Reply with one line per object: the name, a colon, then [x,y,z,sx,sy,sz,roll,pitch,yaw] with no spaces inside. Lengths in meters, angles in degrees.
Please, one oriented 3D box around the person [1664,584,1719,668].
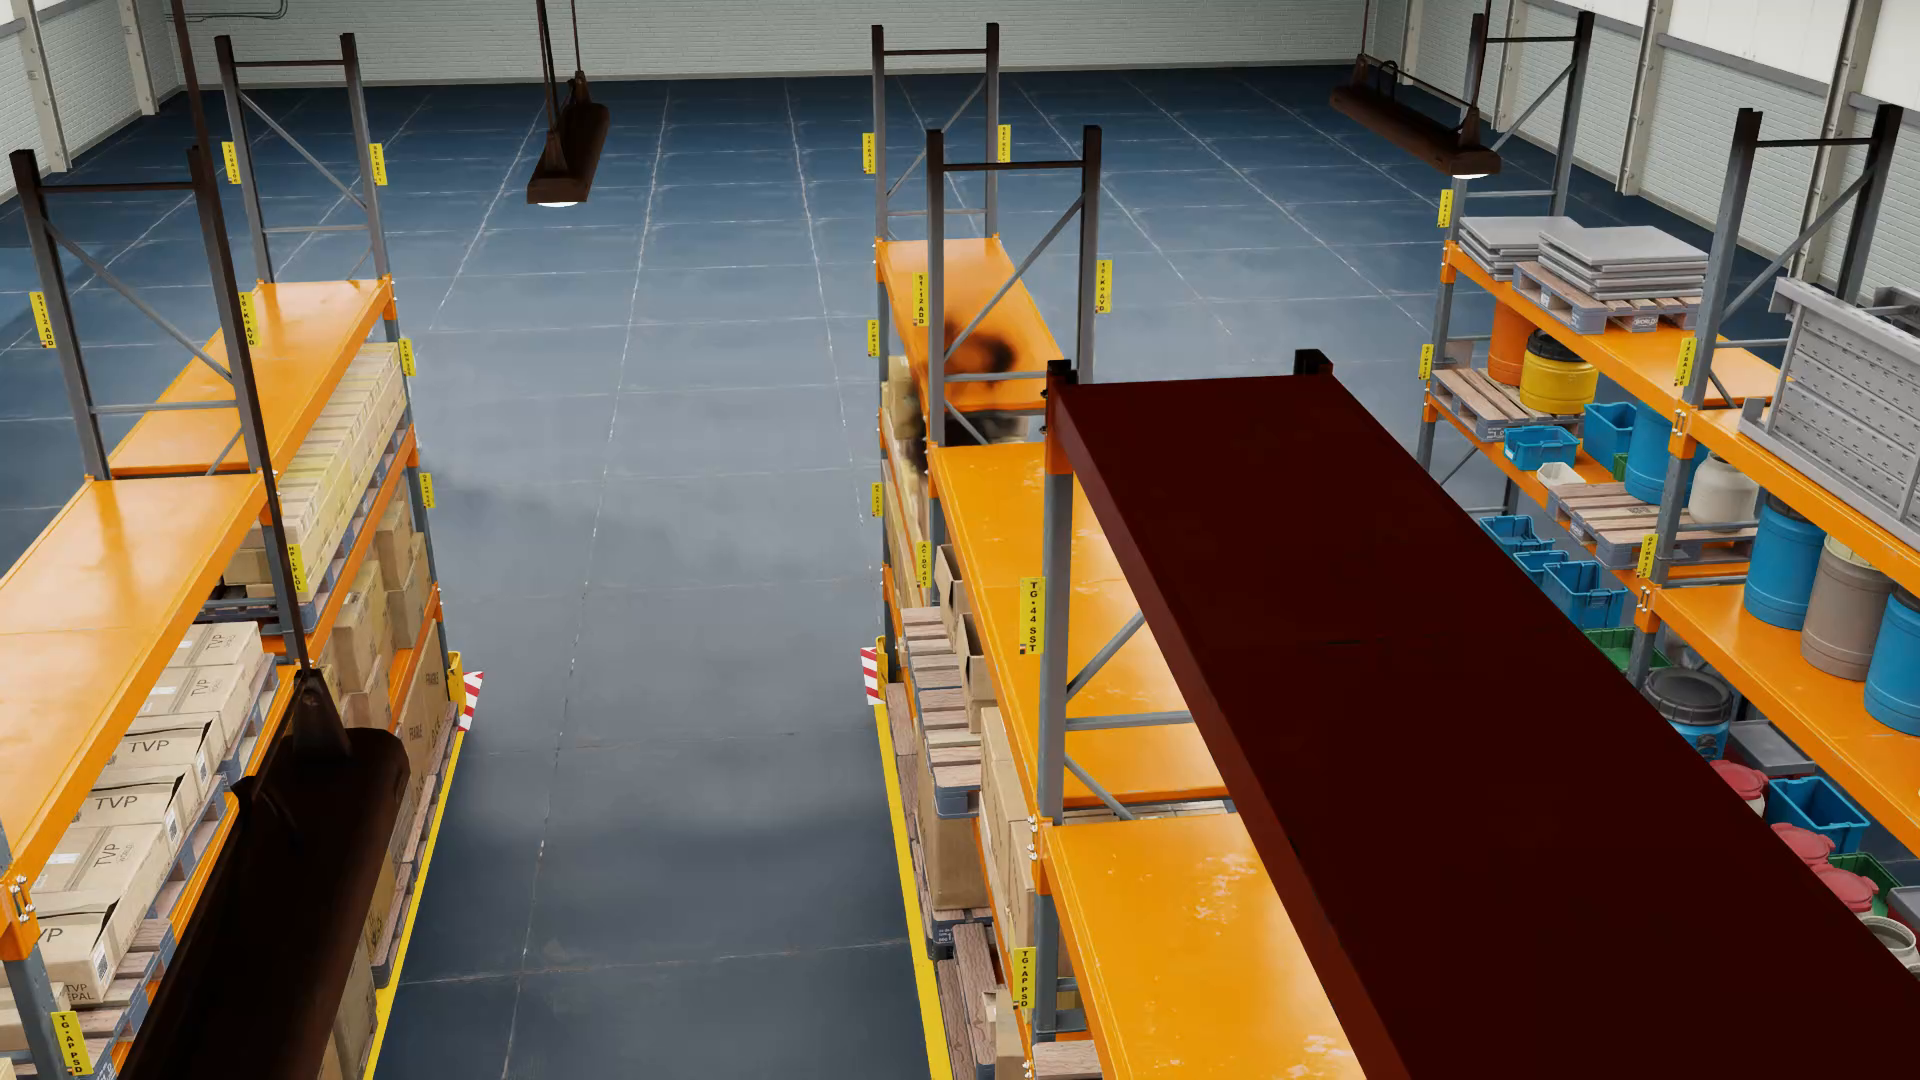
person: [6.529,0.812,14.985,0.522,1.559,0.549,-5,26,-10]
